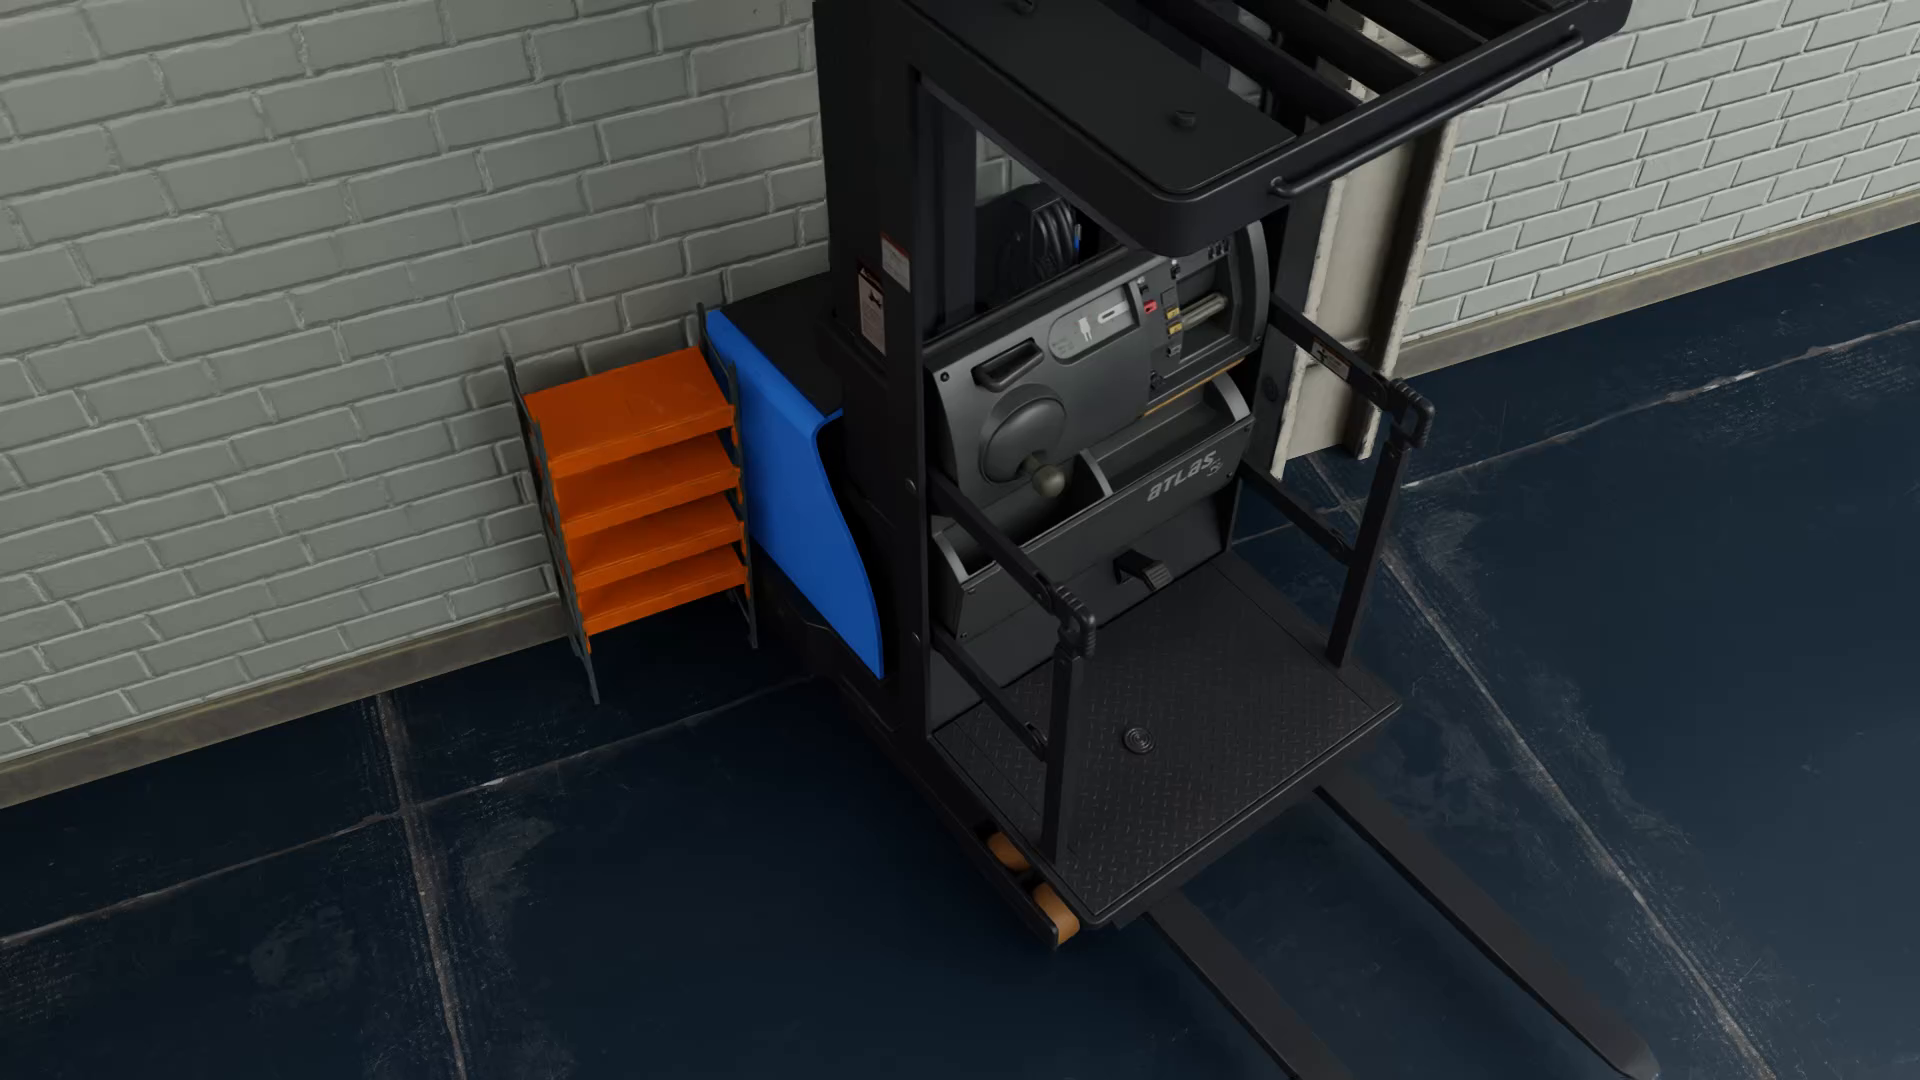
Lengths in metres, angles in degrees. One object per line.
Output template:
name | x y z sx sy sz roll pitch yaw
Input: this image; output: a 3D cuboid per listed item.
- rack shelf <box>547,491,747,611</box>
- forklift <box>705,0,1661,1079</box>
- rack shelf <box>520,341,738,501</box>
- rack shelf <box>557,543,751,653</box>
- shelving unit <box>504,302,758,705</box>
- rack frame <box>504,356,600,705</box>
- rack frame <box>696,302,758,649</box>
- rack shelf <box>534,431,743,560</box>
rack shelf | -0.855 -0.017 4.543 0.480 0.148 0.258 -19 55 -18
forklift | 0.464 -0.331 3.602 1.130 2.935 3.031 -30 56 -23
rack shelf | -0.832 -0.303 4.184 0.480 0.148 0.258 -19 55 -18
rack shelf | -0.865 0.107 4.698 0.480 0.148 0.258 -19 55 -18
shelving unit | -0.852 -0.059 4.491 0.503 1.200 0.258 -19 55 -18
rack frame | -1.071 0.017 4.416 0.015 1.200 0.240 -19 55 -18
rack frame | -0.632 -0.135 4.566 0.015 1.200 0.240 -19 55 -18
rack shelf | -0.844 -0.156 4.369 0.480 0.148 0.258 -19 55 -18
